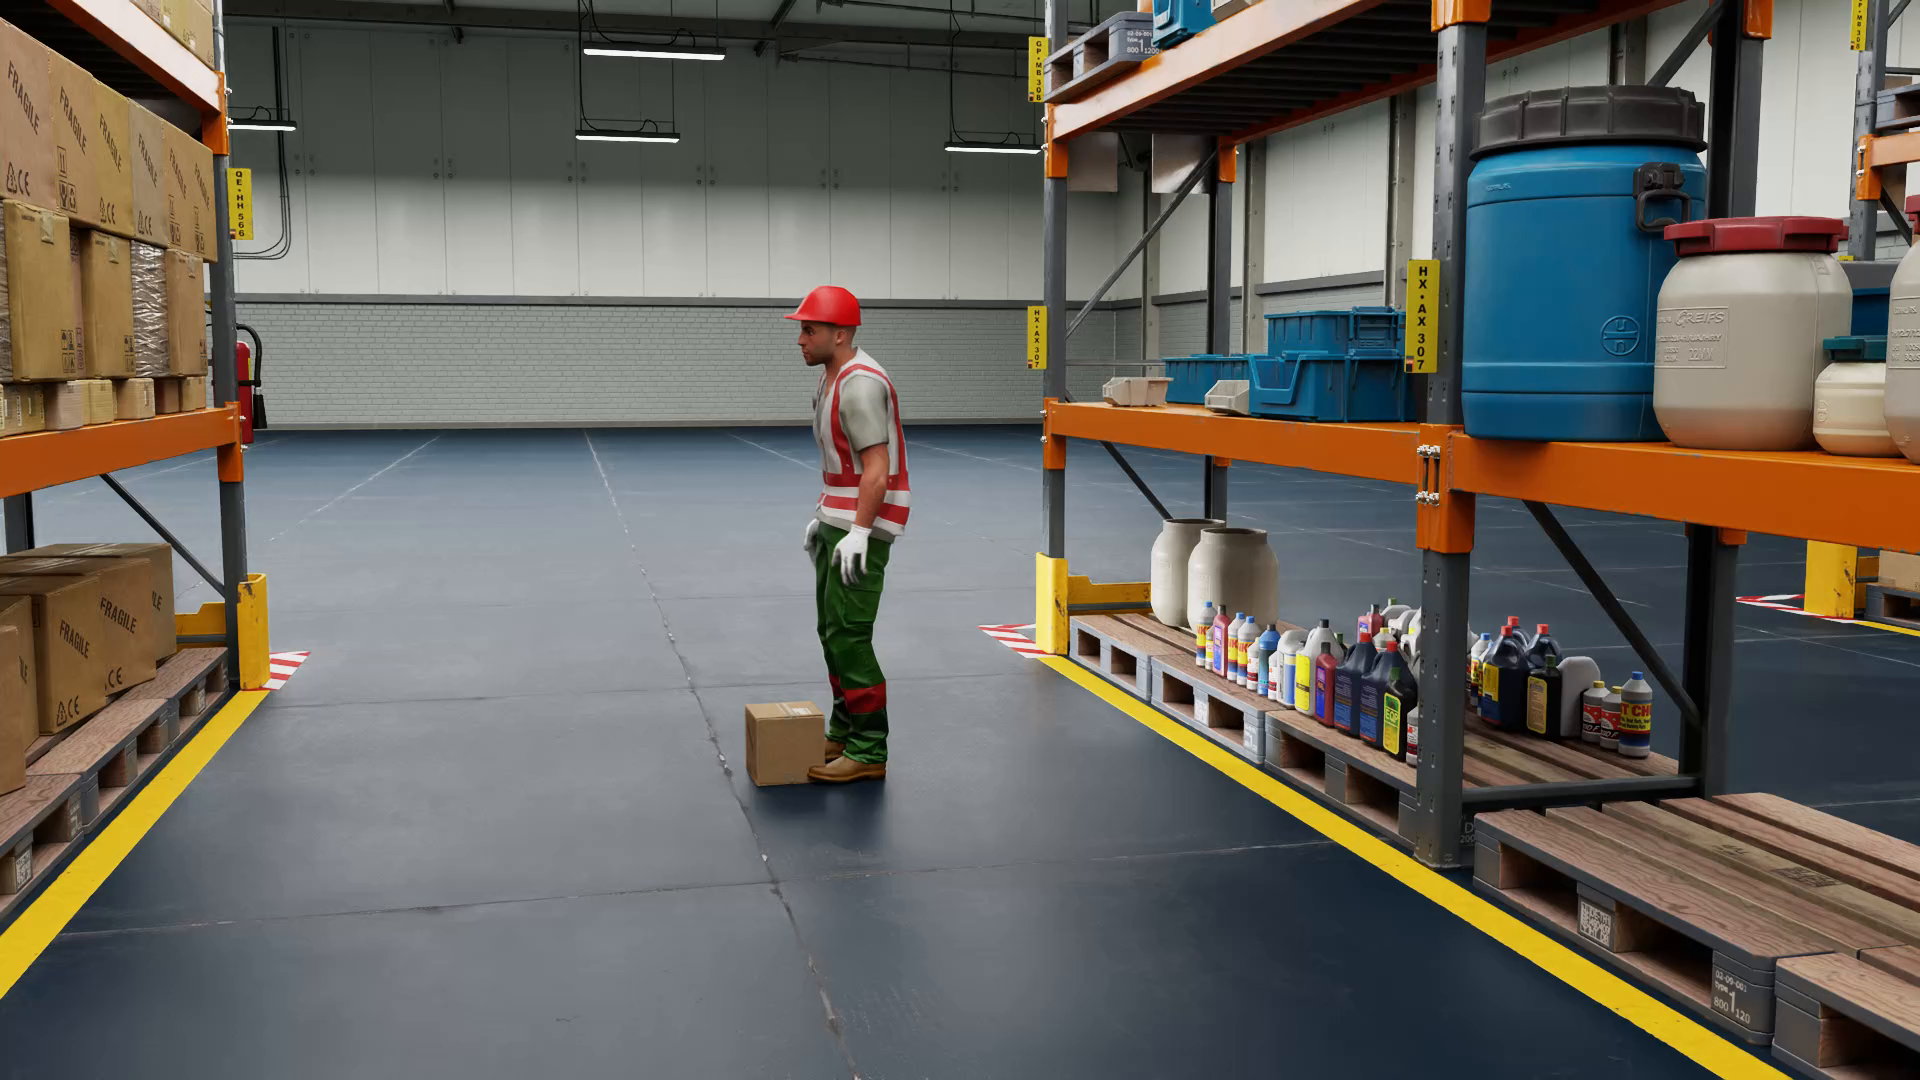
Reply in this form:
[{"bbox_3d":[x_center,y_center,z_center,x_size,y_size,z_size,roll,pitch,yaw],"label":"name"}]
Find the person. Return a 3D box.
[{"bbox_3d":[-0.418,-0.024,6.042,0.445,1.781,0.621,-2,6,-17],"label":"person"}]
